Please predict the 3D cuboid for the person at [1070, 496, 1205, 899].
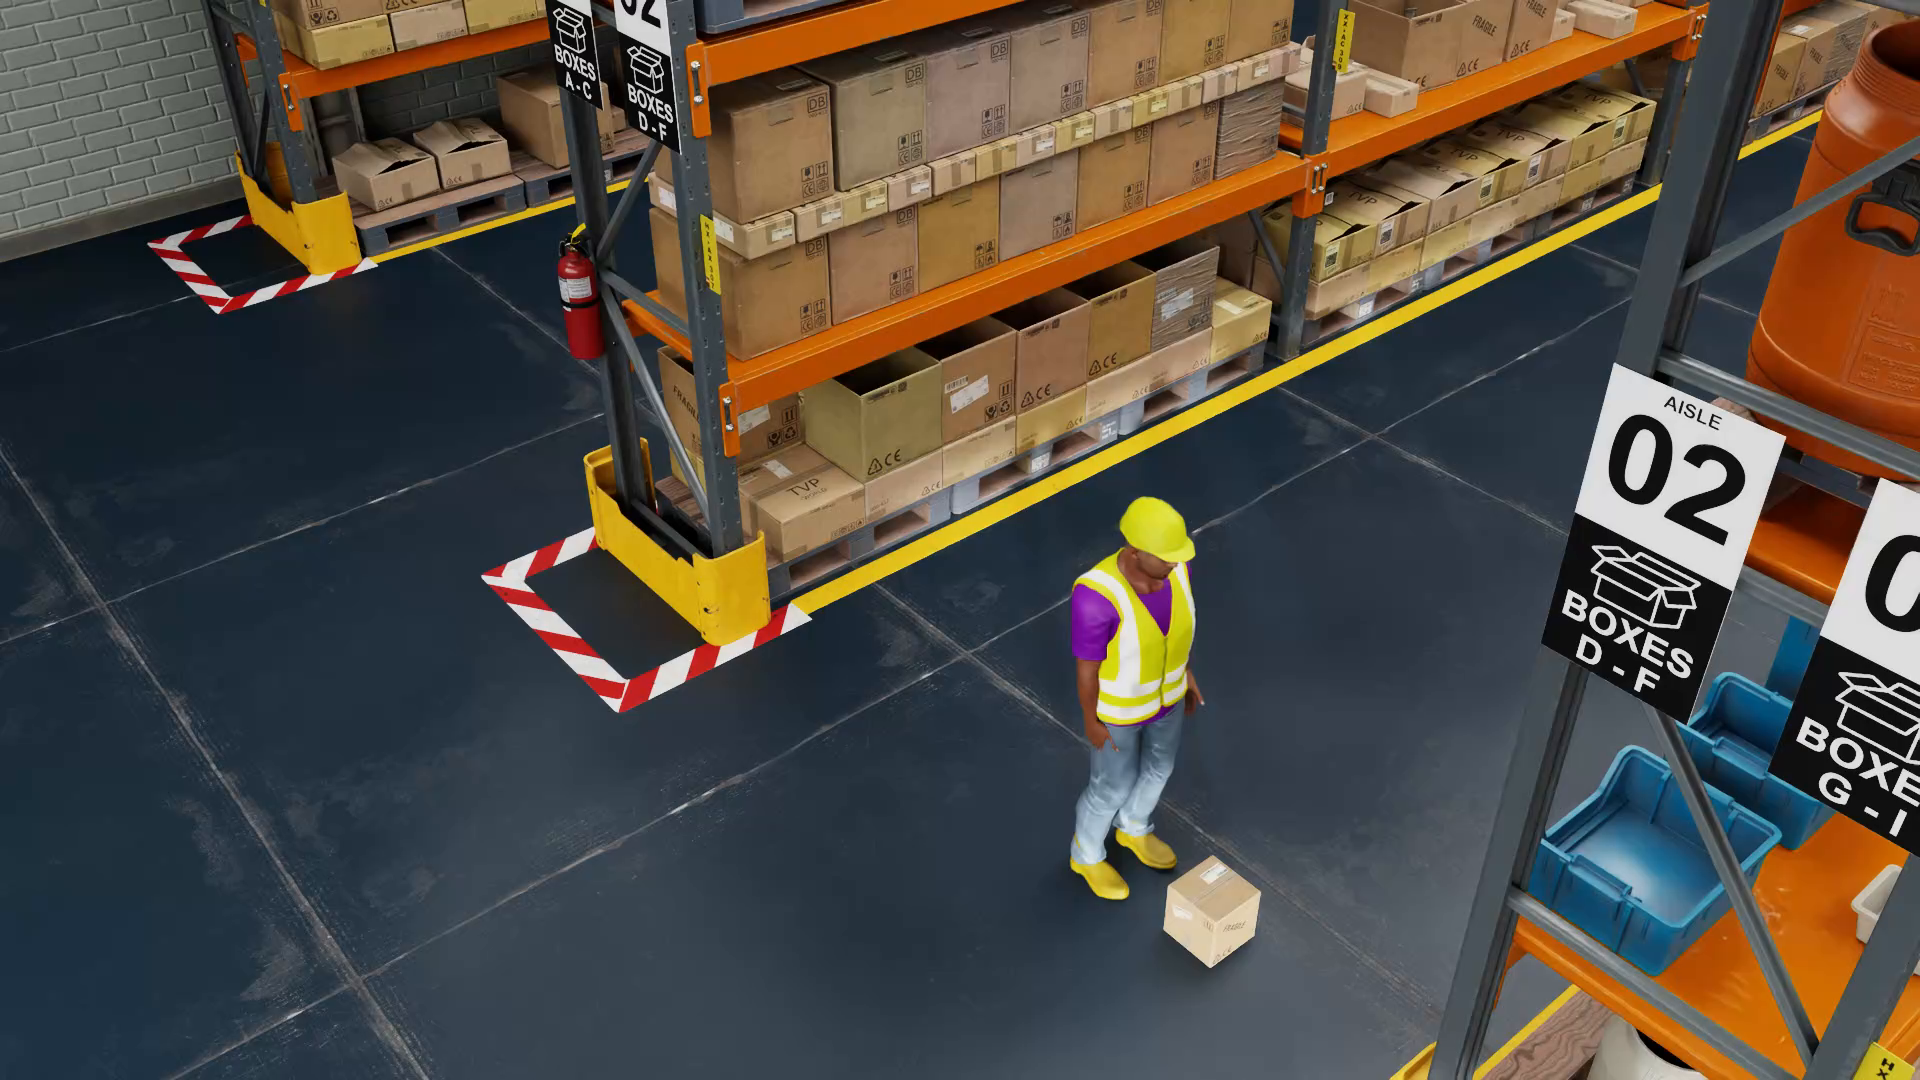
[{"bbox_3d":[0.662,0.581,6.252,0.566,1.762,0.363,-25,43,-31],"label":"person"}]
